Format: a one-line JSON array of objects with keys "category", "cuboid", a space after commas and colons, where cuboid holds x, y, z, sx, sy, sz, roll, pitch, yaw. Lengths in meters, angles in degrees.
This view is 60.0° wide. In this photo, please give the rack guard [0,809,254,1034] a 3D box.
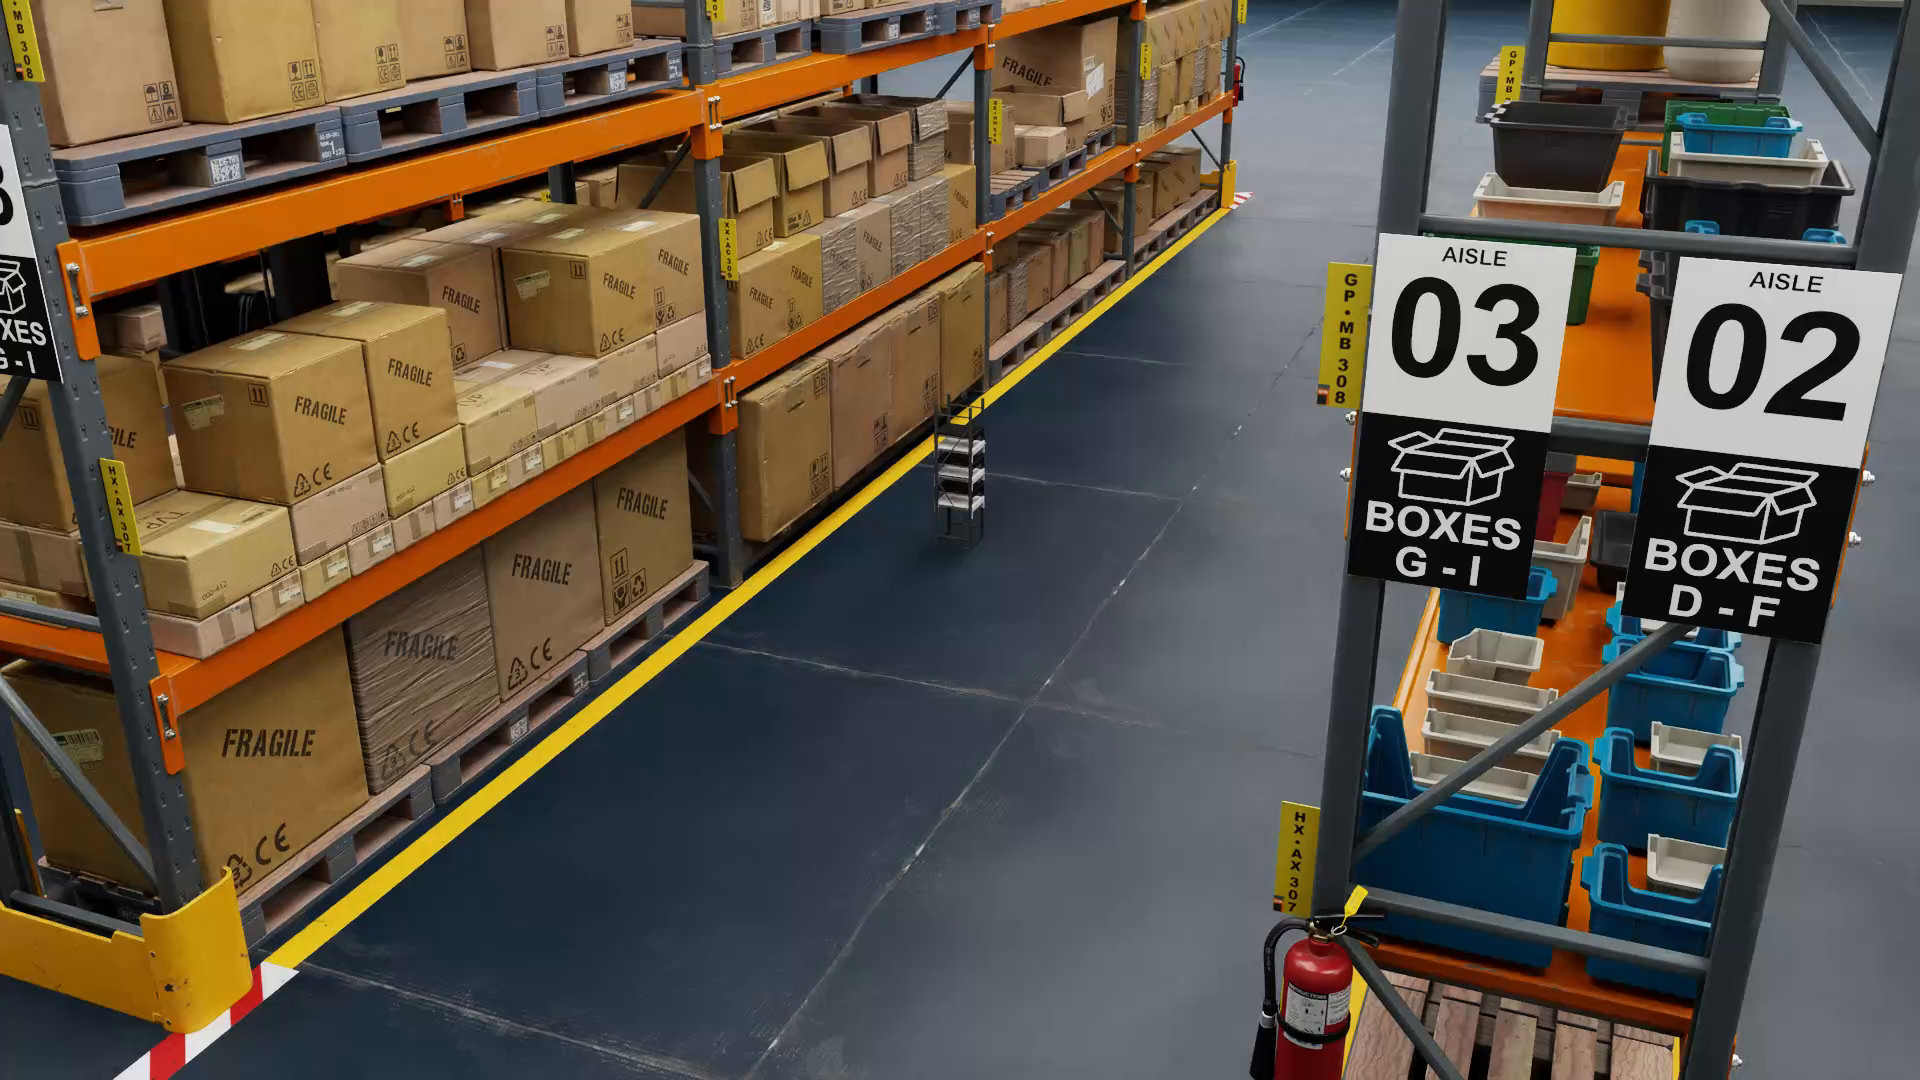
[{"category": "rack guard", "cuboid": [-3.238, 1.412, 6.221, 1.175, 0.500, 0.348, 9, 24, 20]}]

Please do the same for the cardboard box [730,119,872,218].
[{"category": "cardboard box", "cuboid": [-1.032, -2.389, 10.646, 0.797, 0.503, 0.637, 10, 25, 22]}]

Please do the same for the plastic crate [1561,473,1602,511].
[{"category": "plastic crate", "cuboid": [2.550, -0.232, 7.179, 0.396, 0.136, 0.243, 9, 24, 20]}]

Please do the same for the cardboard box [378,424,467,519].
[{"category": "cardboard box", "cuboid": [-2.423, -0.318, 6.927, 0.500, 0.250, 0.500, 8, 24, 18]}]

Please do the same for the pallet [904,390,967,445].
[{"category": "pallet", "cuboid": [-0.620, -1.055, 12.502, 1.003, 0.211, 1.213, 9, 24, 20]}]

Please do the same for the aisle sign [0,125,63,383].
[{"category": "aisle sign", "cuboid": [-2.977, -0.881, 5.094, 0.394, 0.787, 0.004, 9, 24, 20]}]

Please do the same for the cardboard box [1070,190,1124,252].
[{"category": "cardboard box", "cuboid": [1.414, -3.222, 16.770, 0.500, 0.500, 0.500, 8, 24, 18]}]

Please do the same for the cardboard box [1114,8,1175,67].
[{"category": "cardboard box", "cuboid": [1.816, -4.993, 16.499, 0.500, 0.500, 0.500, 9, 24, 20]}]

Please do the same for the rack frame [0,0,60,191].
[{"category": "rack frame", "cuboid": [-3.229, -2.518, 4.604, 1.000, 3.000, 0.127, 9, 24, 20]}]

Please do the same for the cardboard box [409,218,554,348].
[{"category": "cardboard box", "cuboid": [-2.349, -1.286, 8.272, 0.500, 0.500, 0.500, 9, 24, 20]}]

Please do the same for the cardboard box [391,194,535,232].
[{"category": "cardboard box", "cuboid": [-4.515, -2.720, 15.244, 1.050, 0.750, 0.750, 8, 24, 19]}]

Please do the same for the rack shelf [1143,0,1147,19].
[{"category": "rack shelf", "cuboid": [1.971, -5.812, 17.315, 1.077, 0.370, 4.000, 9, 24, 20]}]

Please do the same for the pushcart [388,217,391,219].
[{"category": "pushcart", "cuboid": [-5.837, -3.945, 19.204, 1.648, 0.377, 0.936, 1, 23, 2]}]

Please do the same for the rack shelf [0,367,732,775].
[{"category": "rack shelf", "cuboid": [-2.486, -0.134, 7.612, 1.077, 0.370, 4.000, 9, 24, 20]}]

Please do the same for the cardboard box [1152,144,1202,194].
[{"category": "cardboard box", "cuboid": [2.467, -4.295, 19.339, 0.500, 0.500, 0.500, 14, 26, 30]}]

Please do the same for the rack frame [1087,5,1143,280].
[{"category": "rack frame", "cuboid": [1.228, -4.044, 16.041, 1.000, 3.000, 0.127, 9, 24, 20]}]

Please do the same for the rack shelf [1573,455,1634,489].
[{"category": "rack shelf", "cuboid": [3.598, -0.856, 9.341, 1.077, 0.370, 4.000, 9, 24, 20]}]

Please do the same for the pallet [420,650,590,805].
[{"category": "pallet", "cuboid": [-2.550, 0.804, 8.051, 1.003, 0.211, 1.213, 9, 24, 20]}]

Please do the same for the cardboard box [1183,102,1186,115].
[{"category": "cardboard box", "cuboid": [2.183, -4.597, 17.689, 0.380, 0.149, 0.250, 9, 24, 20]}]

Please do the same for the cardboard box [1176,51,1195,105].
[{"category": "cardboard box", "cuboid": [1.988, -4.920, 17.622, 0.875, 0.500, 0.500, 9, 24, 20]}]

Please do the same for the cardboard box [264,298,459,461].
[{"category": "cardboard box", "cuboid": [-2.427, -0.662, 6.780, 0.500, 0.500, 0.500, 8, 24, 19]}]

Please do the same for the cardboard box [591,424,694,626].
[{"category": "cardboard box", "cuboid": [-2.063, -0.170, 8.977, 0.875, 0.875, 0.875, 9, 24, 20]}]

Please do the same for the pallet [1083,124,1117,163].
[{"category": "pallet", "cuboid": [0.809, -3.703, 15.473, 1.003, 0.211, 1.213, 9, 24, 20]}]

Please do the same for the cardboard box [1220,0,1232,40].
[{"category": "cardboard box", "cuboid": [2.739, -5.888, 18.642, 0.500, 0.500, 0.500, 9, 24, 20]}]

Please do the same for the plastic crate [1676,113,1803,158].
[{"category": "plastic crate", "cuboid": [2.814, -1.408, 6.054, 0.416, 0.233, 0.300, 9, 24, 20]}]

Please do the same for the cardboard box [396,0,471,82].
[{"category": "cardboard box", "cuboid": [-2.508, -2.204, 6.940, 0.700, 0.500, 0.500, 10, 25, 22]}]

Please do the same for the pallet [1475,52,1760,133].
[{"category": "pallet", "cuboid": [3.056, -2.064, 7.653, 1.213, 0.211, 1.003, 9, 24, 20]}]

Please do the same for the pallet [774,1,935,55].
[{"category": "pallet", "cuboid": [-0.860, -3.271, 10.543, 1.003, 0.211, 1.213, 10, 25, 22]}]

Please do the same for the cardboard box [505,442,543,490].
[{"category": "cardboard box", "cuboid": [-2.125, -0.359, 7.543, 0.380, 0.149, 0.250, 9, 24, 21]}]

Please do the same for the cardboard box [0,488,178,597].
[{"category": "cardboard box", "cuboid": [-3.295, -0.030, 6.238, 0.500, 0.250, 0.500, 8, 24, 19]}]

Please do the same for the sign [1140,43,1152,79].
[{"category": "sign", "cuboid": [1.745, -4.500, 15.630, 0.100, 0.325, 0.005, 9, 24, 20]}]

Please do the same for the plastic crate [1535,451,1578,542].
[{"category": "plastic crate", "cuboid": [2.291, -0.246, 6.786, 0.402, 0.464, 0.583, 9, 24, 20]}]

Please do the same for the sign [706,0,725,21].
[{"category": "sign", "cuboid": [-1.227, -2.762, 8.305, 0.100, 0.325, 0.005, 9, 24, 20]}]

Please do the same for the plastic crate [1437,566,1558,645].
[{"category": "plastic crate", "cuboid": [1.894, 0.237, 5.930, 0.416, 0.233, 0.300, 9, 24, 20]}]

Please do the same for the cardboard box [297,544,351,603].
[{"category": "cardboard box", "cuboid": [-2.602, 0.102, 6.439, 0.380, 0.149, 0.250, 8, 24, 19]}]

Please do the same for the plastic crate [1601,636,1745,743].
[{"category": "plastic crate", "cuboid": [2.256, 0.496, 5.310, 0.416, 0.233, 0.300, 9, 24, 20]}]

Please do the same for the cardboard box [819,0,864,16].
[{"category": "cardboard box", "cuboid": [-0.996, -3.504, 10.177, 0.797, 0.503, 0.637, 8, 24, 19]}]

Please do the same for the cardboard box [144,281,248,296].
[{"category": "cardboard box", "cuboid": [-5.595, -1.732, 12.229, 0.500, 0.250, 0.500, 9, 24, 22]}]

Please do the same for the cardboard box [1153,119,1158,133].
[{"category": "cardboard box", "cuboid": [1.760, -4.143, 16.603, 0.380, 0.149, 0.250, 9, 24, 20]}]

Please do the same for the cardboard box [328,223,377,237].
[{"category": "cardboard box", "cuboid": [-5.306, -2.533, 14.149, 0.500, 0.250, 0.500, 8, 24, 18]}]

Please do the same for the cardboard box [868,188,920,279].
[{"category": "cardboard box", "cuboid": [-0.591, -2.083, 11.216, 0.500, 0.500, 0.500, 8, 24, 18]}]

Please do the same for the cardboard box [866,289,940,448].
[{"category": "cardboard box", "cuboid": [-0.871, -1.264, 11.597, 1.225, 0.875, 0.875, 9, 24, 20]}]

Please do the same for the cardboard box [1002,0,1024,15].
[{"category": "cardboard box", "cuboid": [0.154, -4.060, 12.380, 0.500, 0.250, 0.500, 9, 24, 21]}]

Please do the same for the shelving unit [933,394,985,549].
[{"category": "shelving unit", "cuboid": [-0.003, -0.412, 10.070, 0.258, 0.900, 0.210, 9, 24, 20]}]

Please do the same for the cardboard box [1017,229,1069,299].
[{"category": "cardboard box", "cuboid": [0.578, -2.509, 15.037, 0.700, 0.500, 0.500, 7, 24, 15]}]

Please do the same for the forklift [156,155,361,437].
[{"category": "forklift", "cuboid": [-3.771, -1.335, 9.643, 1.130, 2.935, 3.031, 6, 23, 14]}]

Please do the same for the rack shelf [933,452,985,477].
[{"category": "rack shelf", "cuboid": [-0.003, -0.465, 10.048, 0.258, 0.077, 0.200, 9, 24, 20]}]

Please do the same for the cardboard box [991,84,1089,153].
[{"category": "cardboard box", "cuboid": [0.670, -3.652, 14.423, 0.797, 0.503, 0.637, 11, 25, 25]}]

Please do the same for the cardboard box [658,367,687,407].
[{"category": "cardboard box", "cuboid": [-1.648, -0.817, 8.641, 0.380, 0.149, 0.250, 9, 24, 21]}]

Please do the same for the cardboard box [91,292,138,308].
[{"category": "cardboard box", "cuboid": [-6.269, -1.617, 11.955, 0.500, 0.250, 0.500, 8, 24, 19]}]

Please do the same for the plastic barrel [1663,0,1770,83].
[{"category": "plastic barrel", "cuboid": [3.284, -2.265, 7.169, 0.433, 0.535, 0.433, 0, 23, 0]}]
